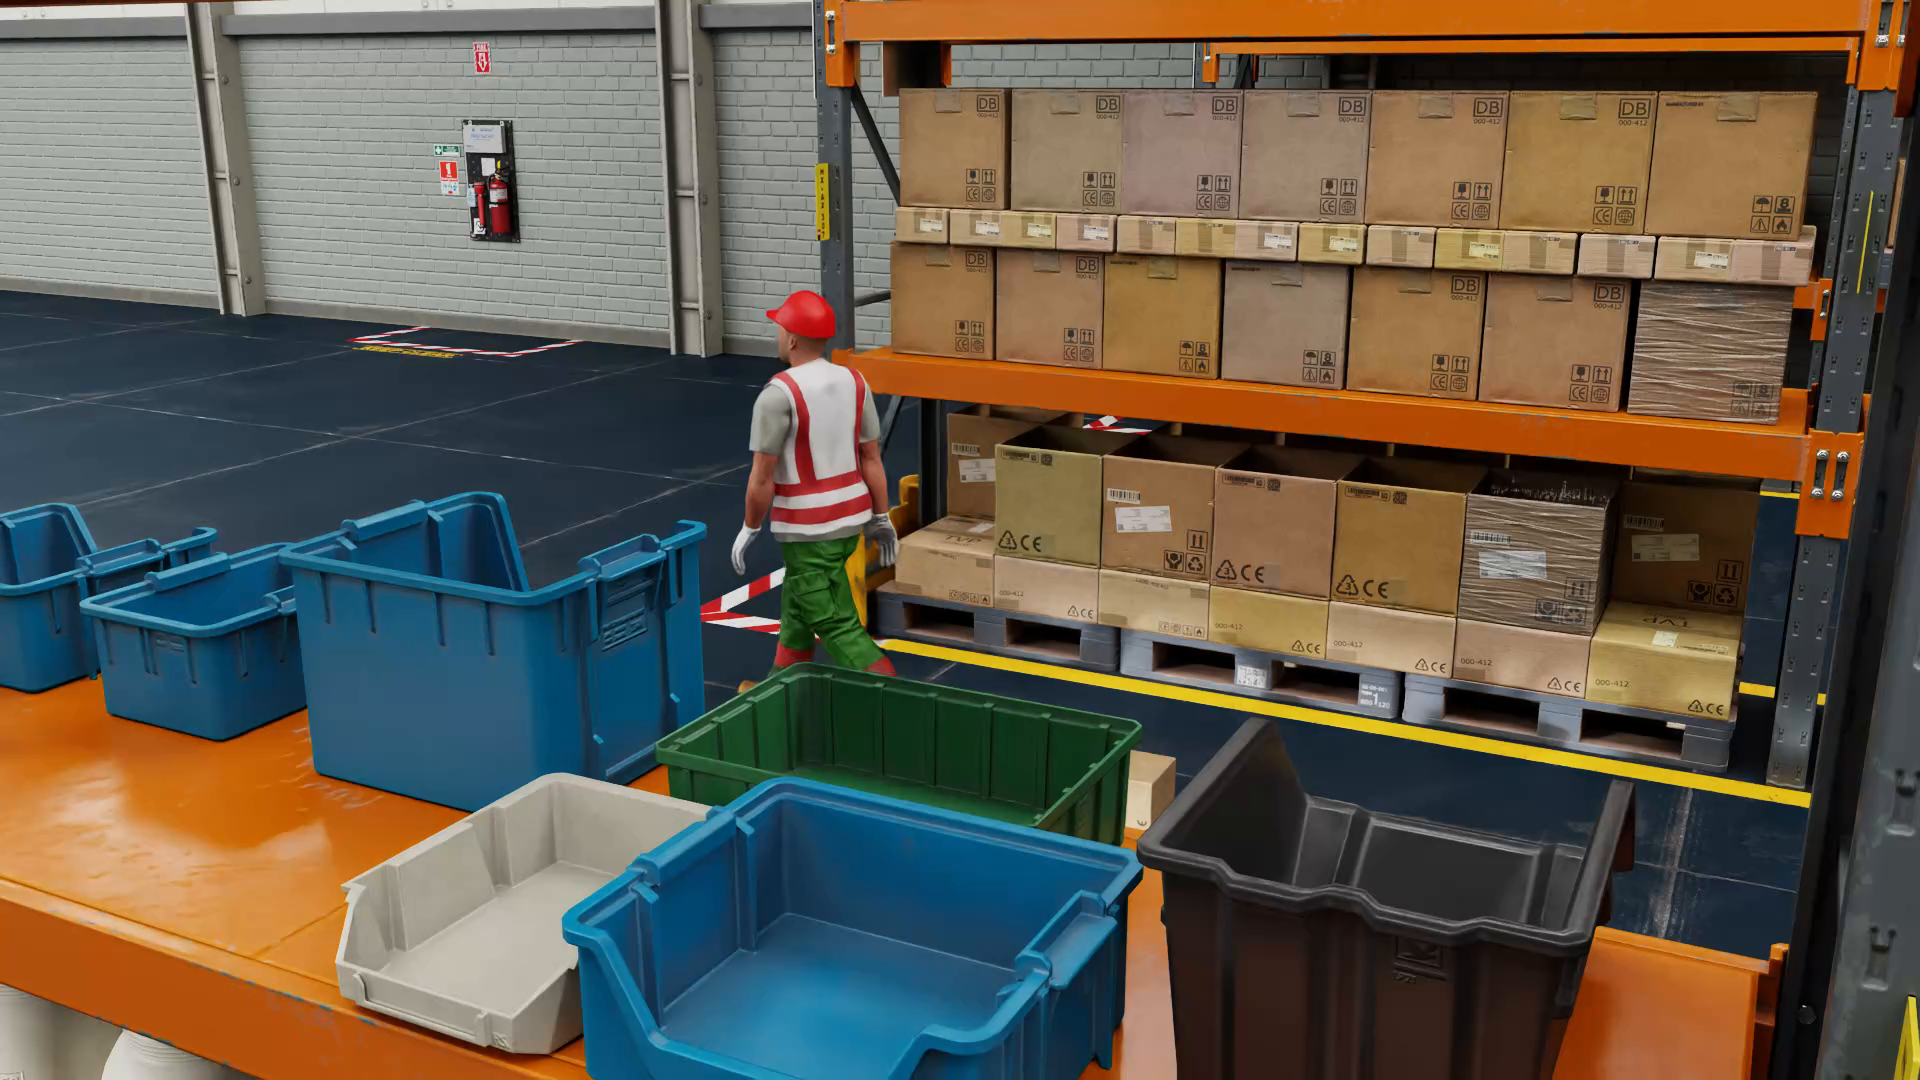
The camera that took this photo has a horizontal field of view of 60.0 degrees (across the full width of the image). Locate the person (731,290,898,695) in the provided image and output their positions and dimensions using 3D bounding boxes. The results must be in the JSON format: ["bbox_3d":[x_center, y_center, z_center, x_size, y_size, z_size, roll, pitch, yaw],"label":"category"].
[{"bbox_3d":[-0.531,-0.048,6.198,1.082,1.742,0.575,12,20,36],"label":"person"}]
